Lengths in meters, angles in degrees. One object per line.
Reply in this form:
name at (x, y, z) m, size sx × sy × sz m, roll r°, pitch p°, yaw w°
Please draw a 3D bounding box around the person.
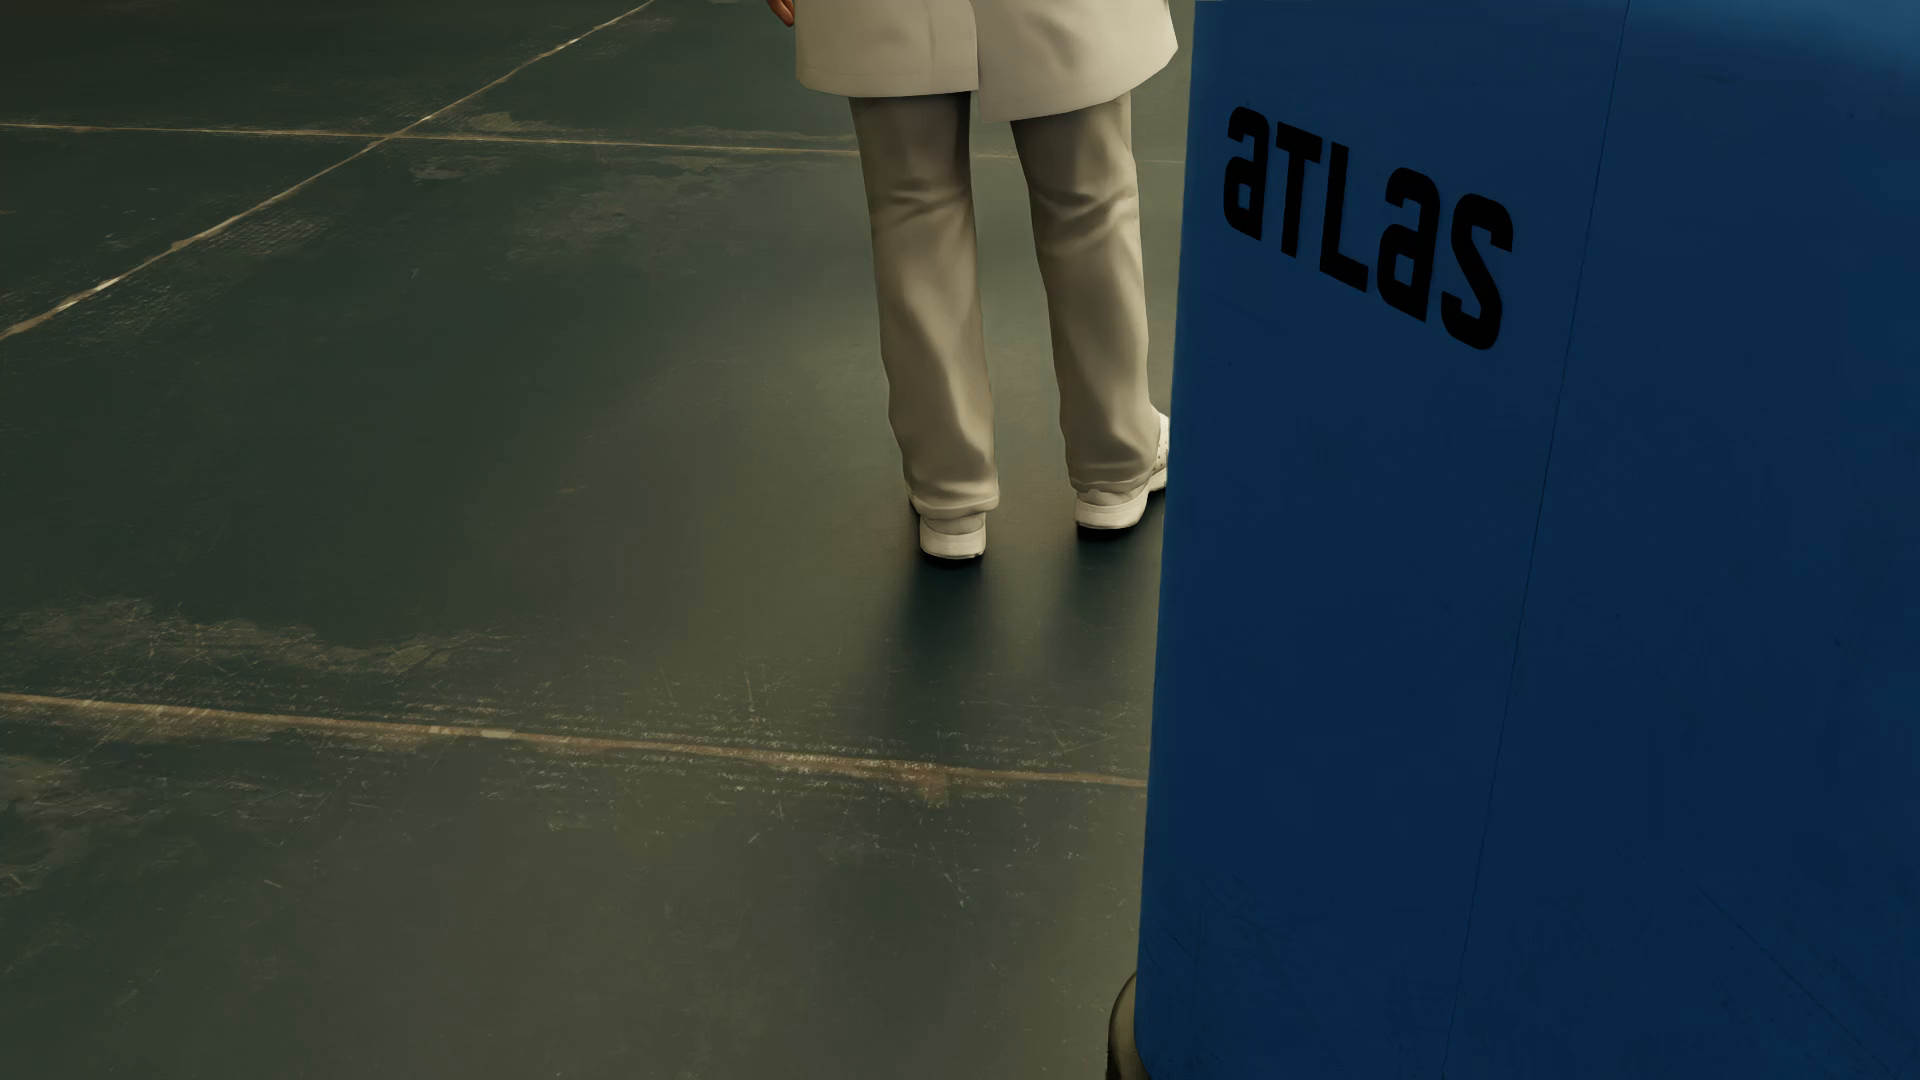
person at (0.016, -0.843, 2.183) m, size 0.698 × 1.777 × 0.573 m, roll 3°, pitch 27°, yaw 7°
